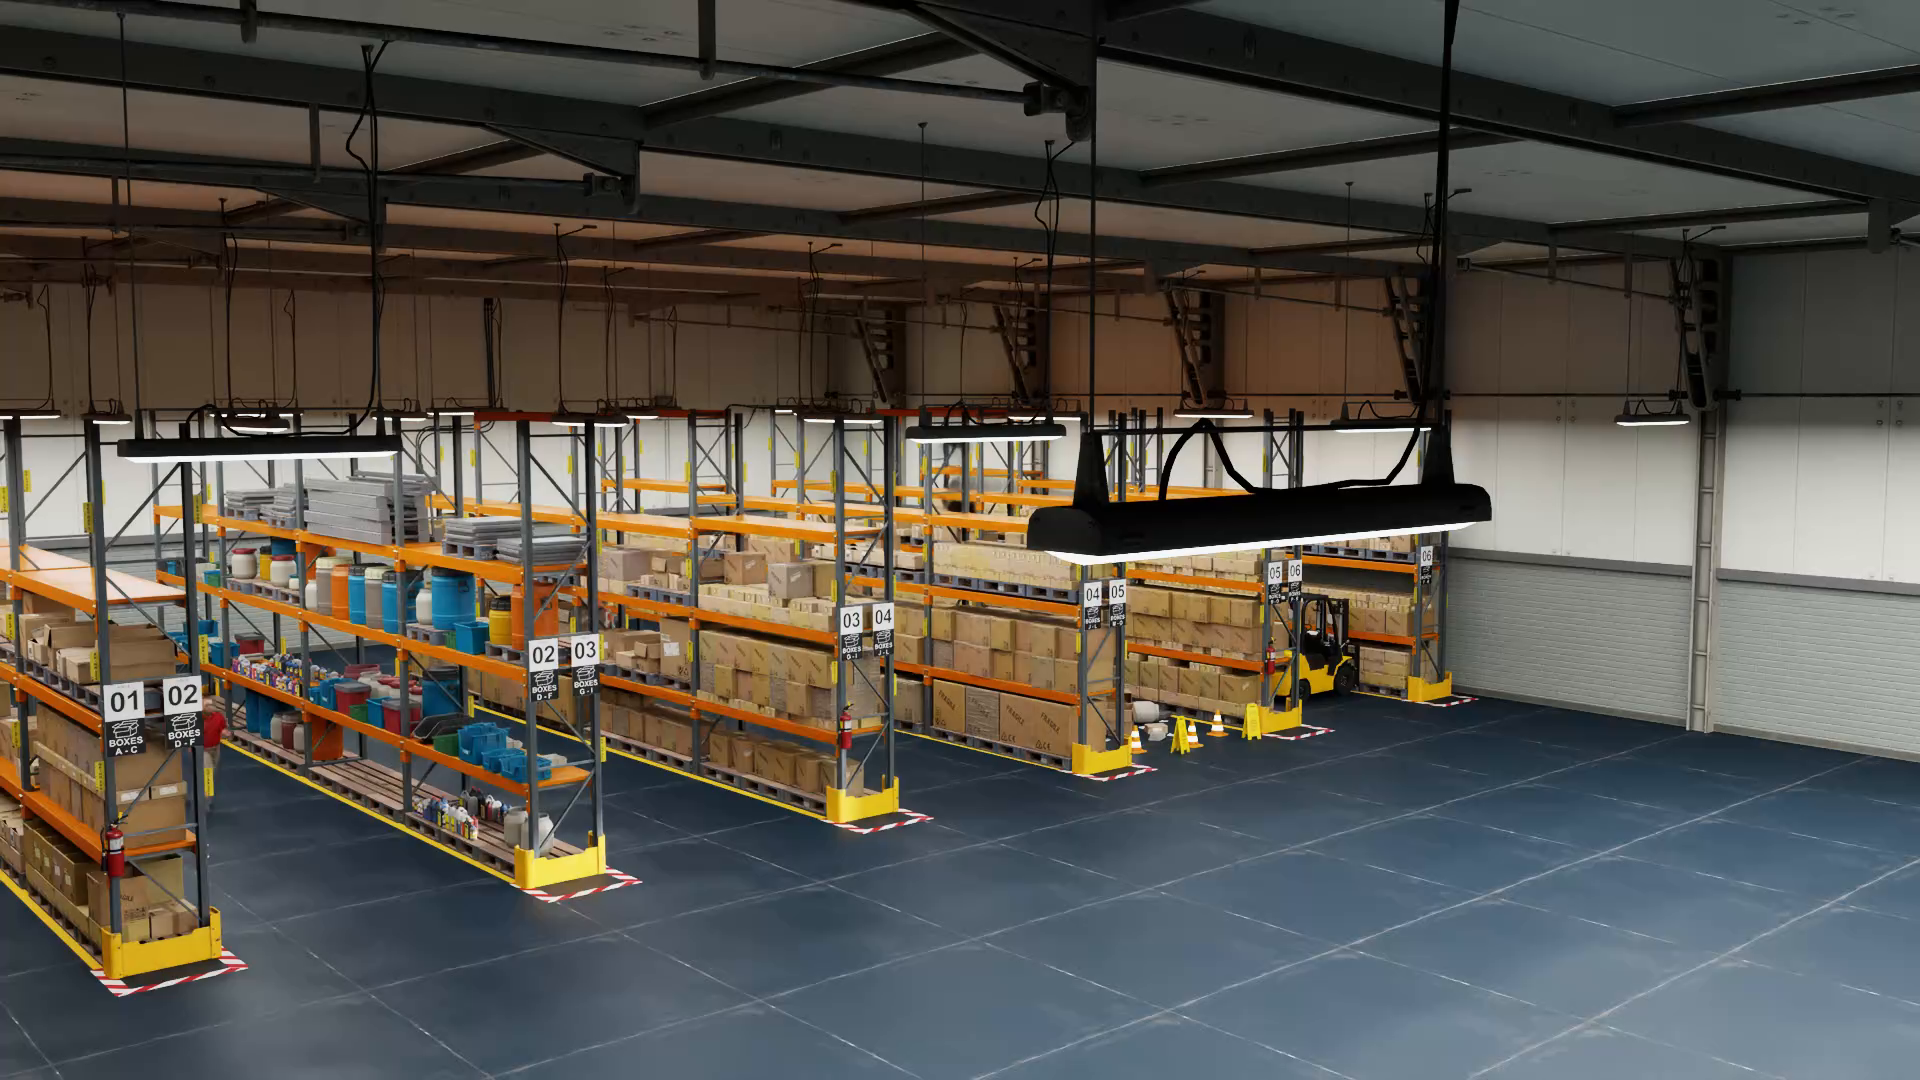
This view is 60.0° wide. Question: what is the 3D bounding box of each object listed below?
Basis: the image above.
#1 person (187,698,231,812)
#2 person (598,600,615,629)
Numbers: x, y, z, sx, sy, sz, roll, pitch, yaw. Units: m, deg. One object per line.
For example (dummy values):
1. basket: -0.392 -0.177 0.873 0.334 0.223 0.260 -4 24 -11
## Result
1. person: -11.449 3.280 25.305 0.814 1.774 0.656 4 6 36
2. person: -8.037 2.173 37.230 0.673 1.832 0.929 -3 6 -28
